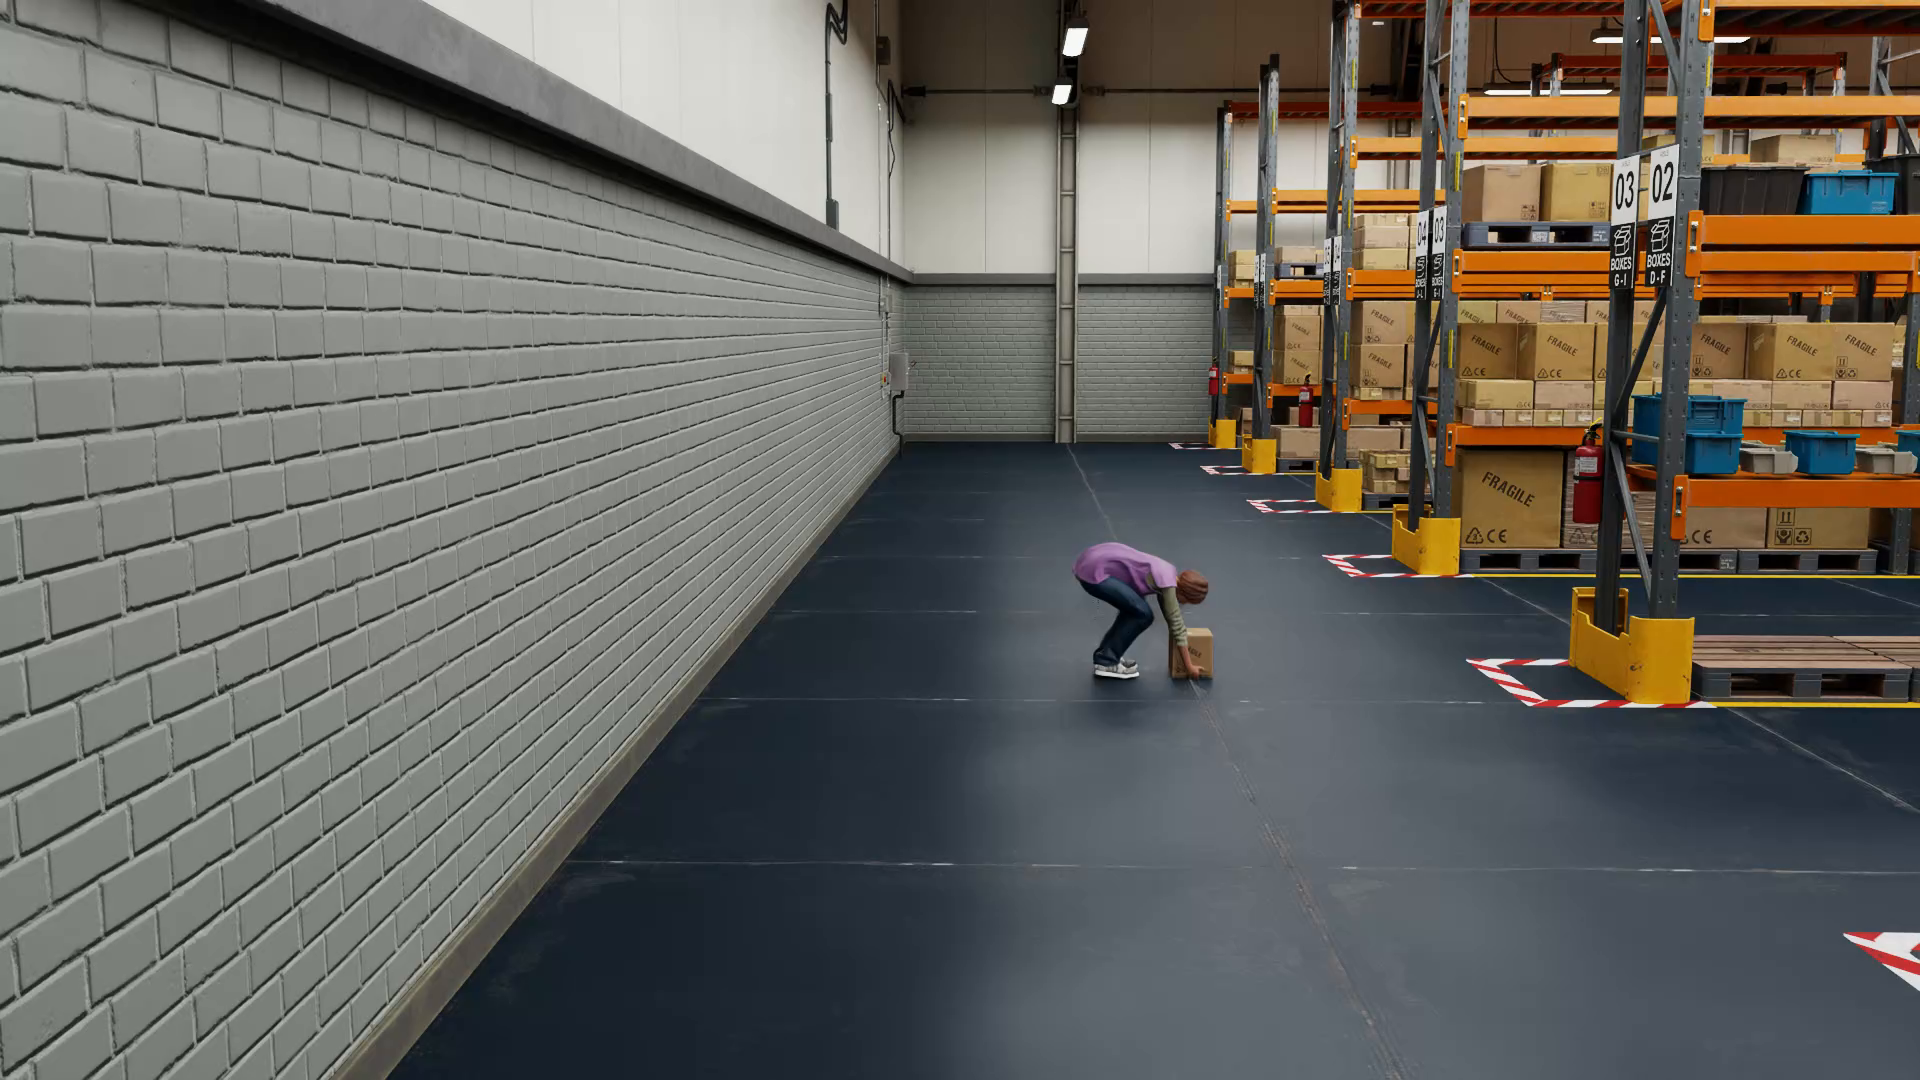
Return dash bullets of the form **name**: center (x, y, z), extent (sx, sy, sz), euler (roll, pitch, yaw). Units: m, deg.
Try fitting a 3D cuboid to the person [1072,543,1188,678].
- **person**: center (2.262, -0.100, 5.412), extent (2.876, 3.195, 10.315), euler (0, 7, -1)
